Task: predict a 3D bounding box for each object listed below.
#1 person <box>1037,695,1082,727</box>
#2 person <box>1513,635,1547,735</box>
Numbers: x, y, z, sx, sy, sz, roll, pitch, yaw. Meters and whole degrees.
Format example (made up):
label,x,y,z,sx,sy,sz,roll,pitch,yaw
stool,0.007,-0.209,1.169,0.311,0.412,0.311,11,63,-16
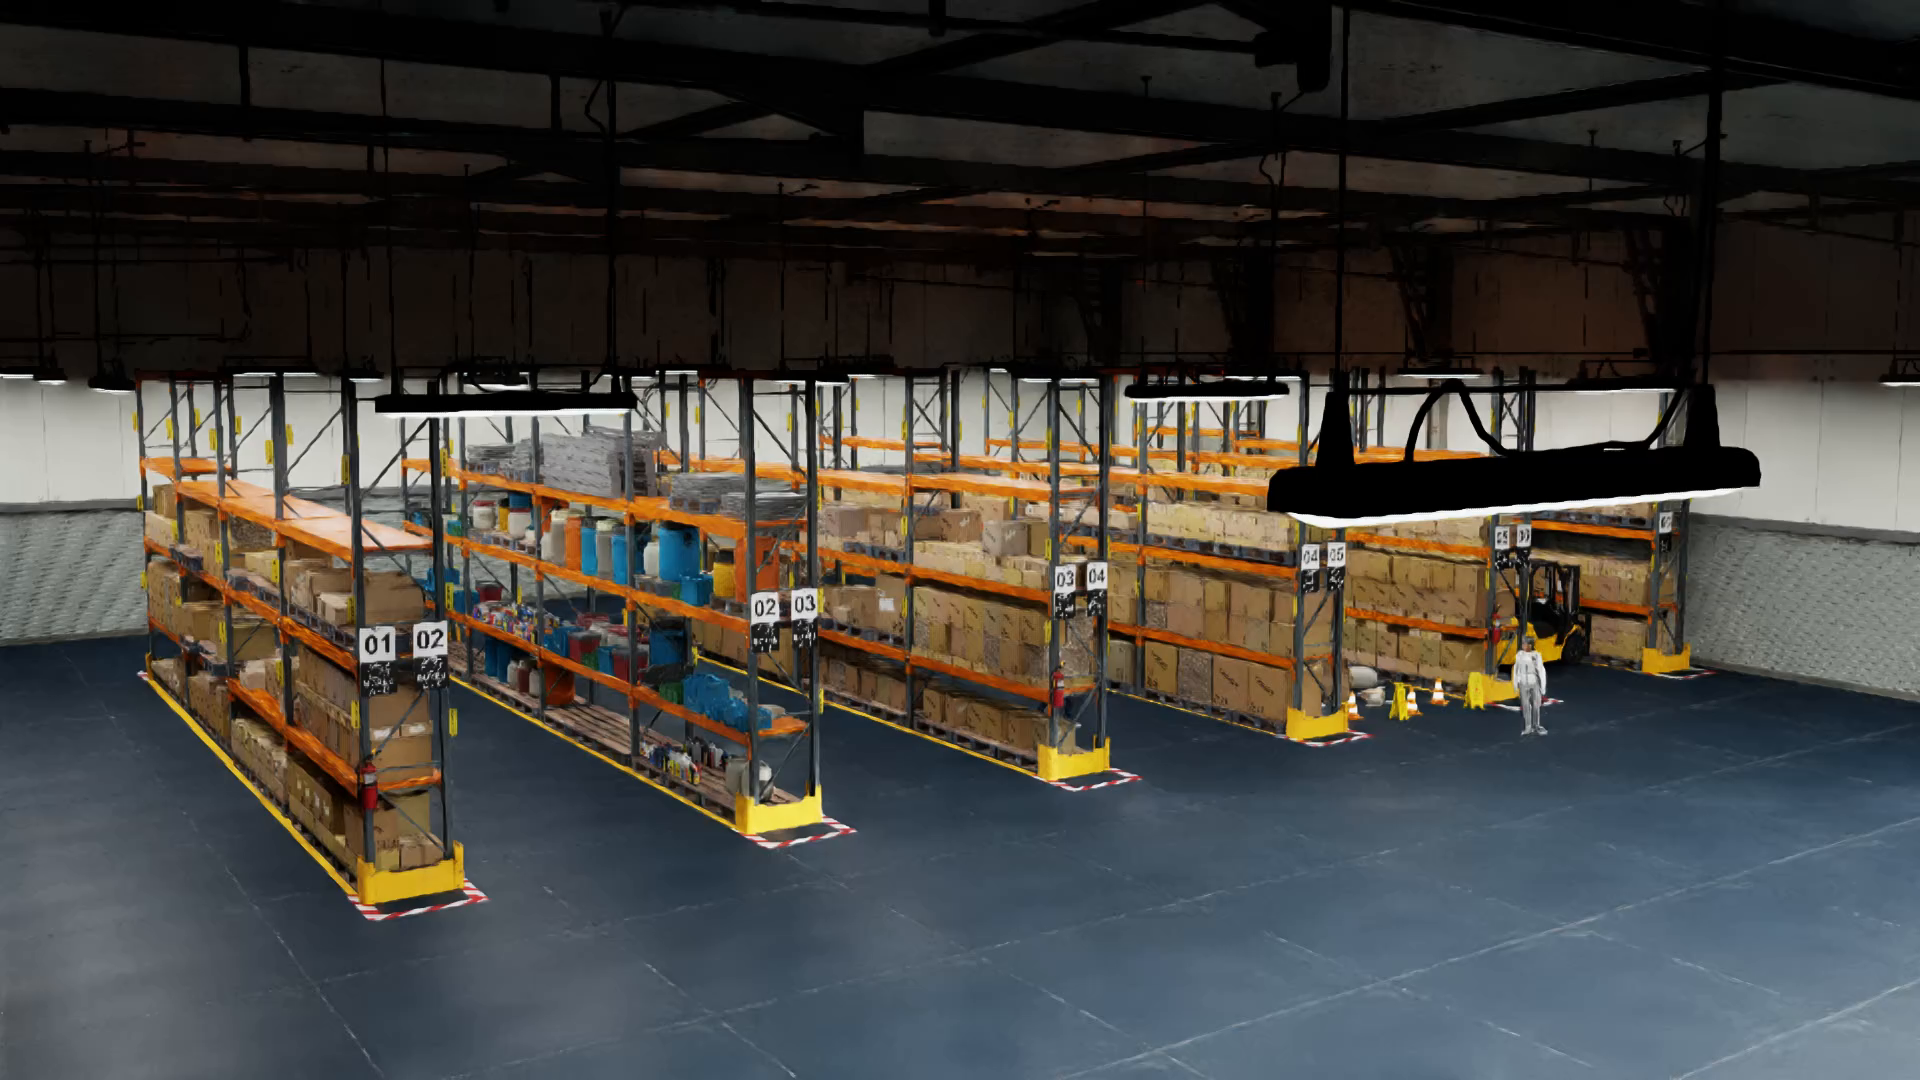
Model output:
label,x,y,z,sx,sy,sz,roll,pitch,yaw
person,1.612,2.413,27.943,0.733,1.537,0.569,5,8,35
person,9.433,2.392,27.504,0.576,1.670,0.390,4,7,29
